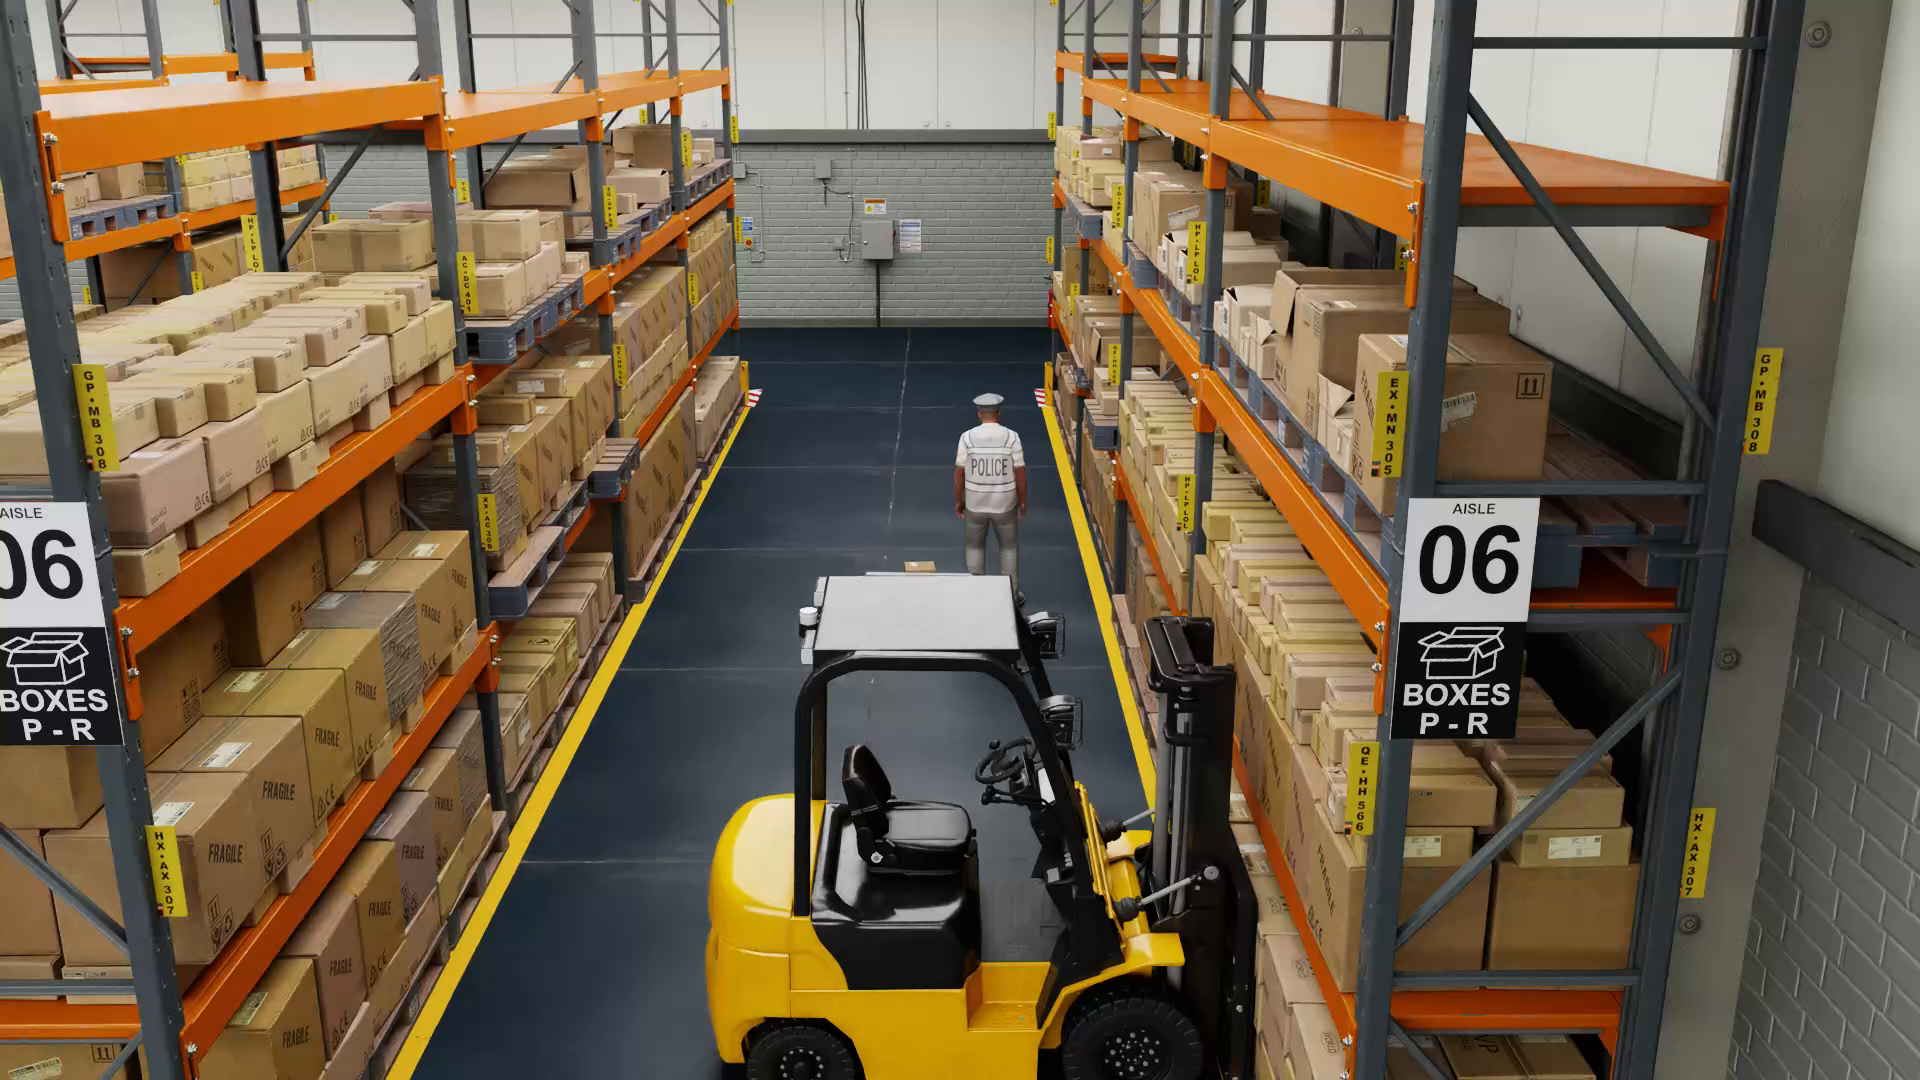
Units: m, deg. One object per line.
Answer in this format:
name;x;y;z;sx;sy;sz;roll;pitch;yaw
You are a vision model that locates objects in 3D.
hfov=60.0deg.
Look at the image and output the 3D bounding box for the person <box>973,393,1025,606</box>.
person;0.289;-0.307;13.535;0.500;1.749;0.340;1;17;3
